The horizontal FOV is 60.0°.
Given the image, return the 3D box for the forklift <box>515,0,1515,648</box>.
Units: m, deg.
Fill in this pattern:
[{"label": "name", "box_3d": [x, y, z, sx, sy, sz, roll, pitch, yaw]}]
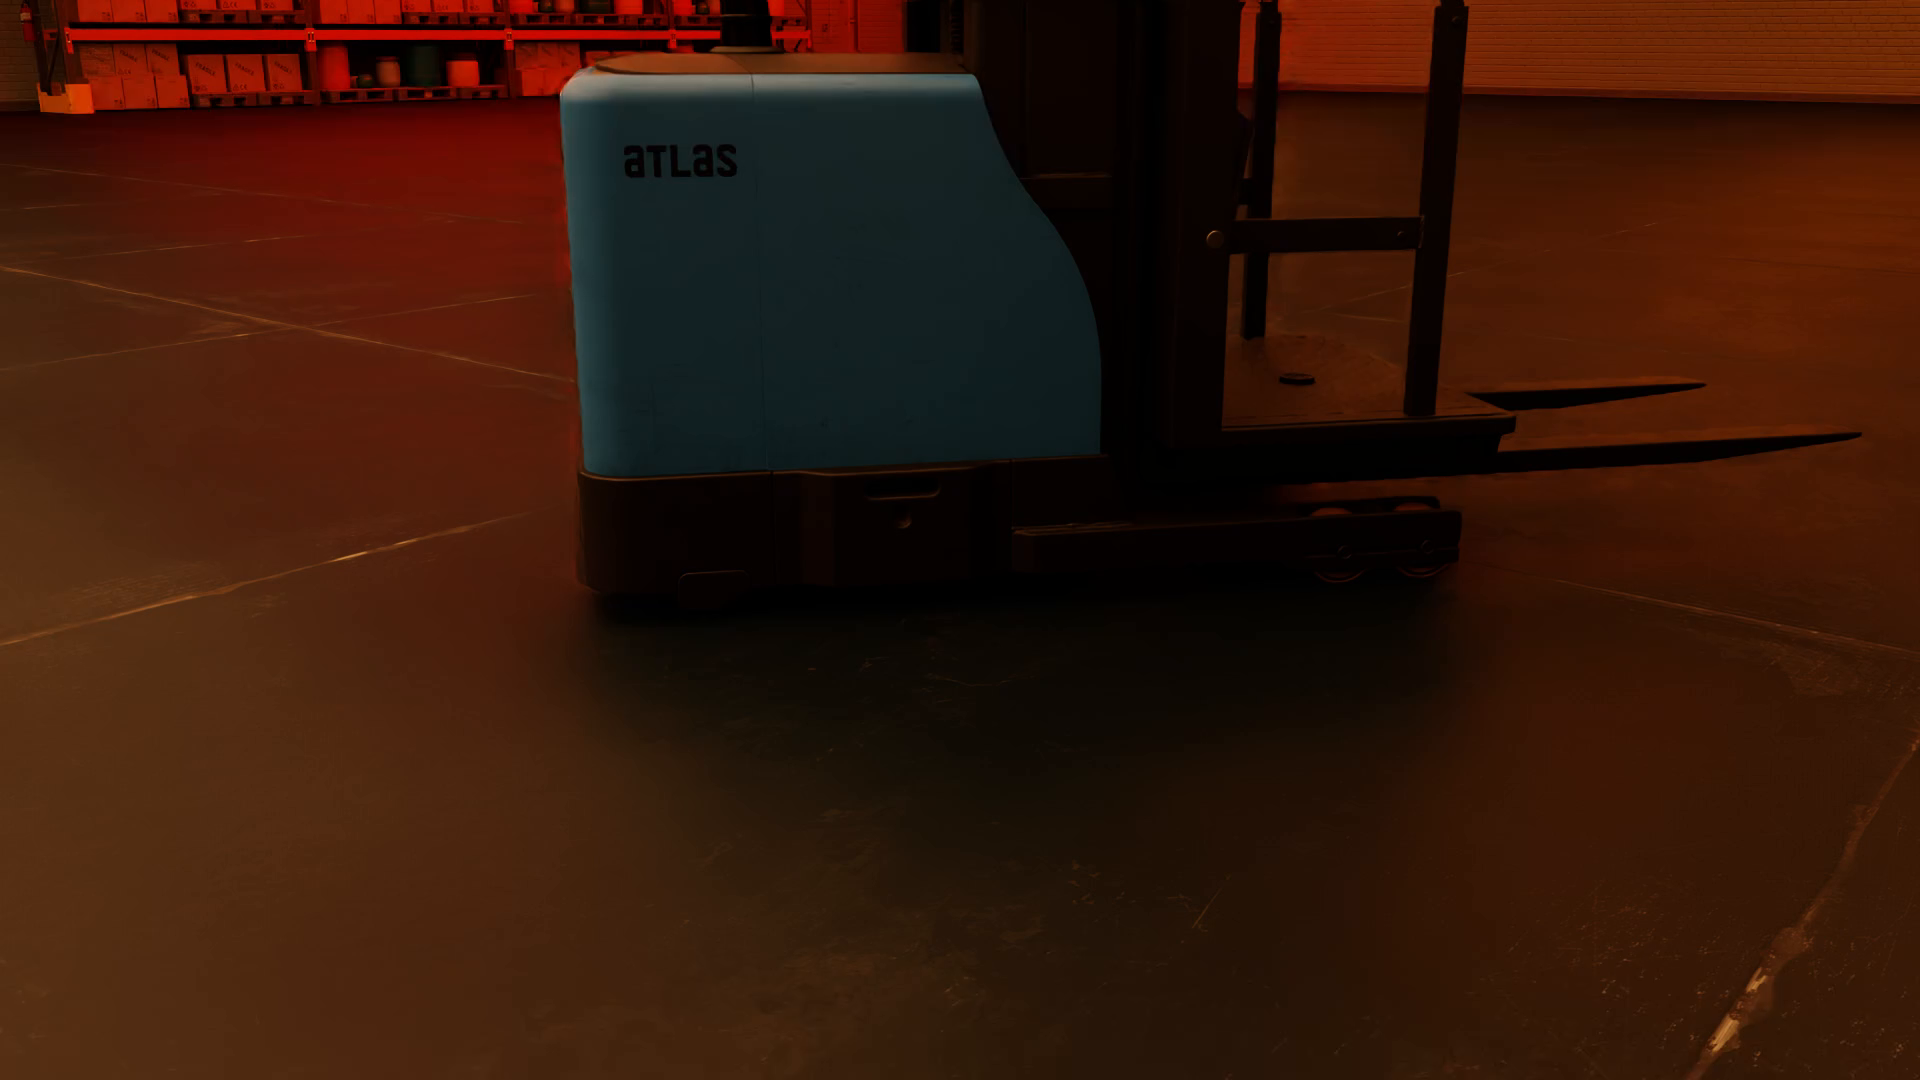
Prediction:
[{"label": "forklift", "box_3d": [0.450, -1.550, 4.002, 1.130, 2.935, 3.031, 15, 23, 41]}]
